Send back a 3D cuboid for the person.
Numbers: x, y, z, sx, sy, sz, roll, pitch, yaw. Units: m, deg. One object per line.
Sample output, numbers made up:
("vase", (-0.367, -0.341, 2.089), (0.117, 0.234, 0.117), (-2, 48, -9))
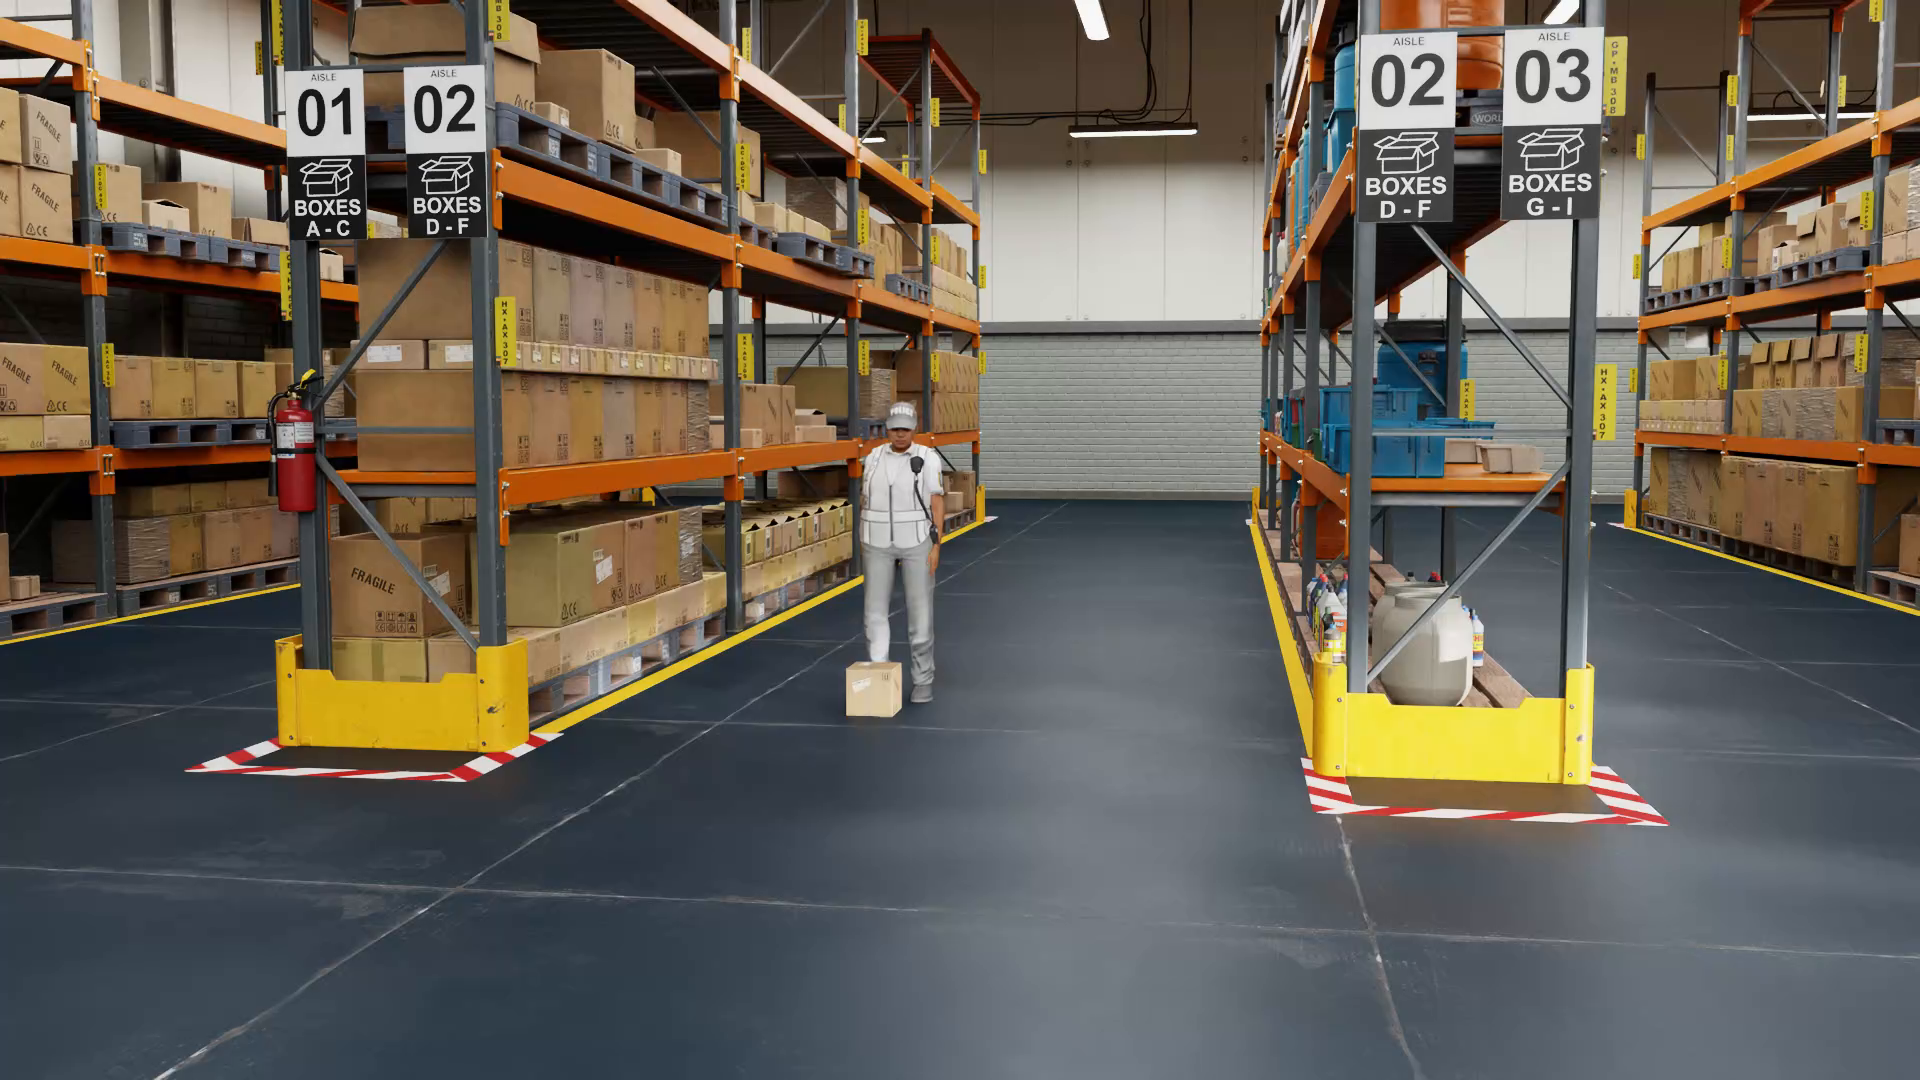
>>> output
("person", (-0.323, 0.062, 9.223), (0.471, 1.662, 0.390), (1, 5, 9))
